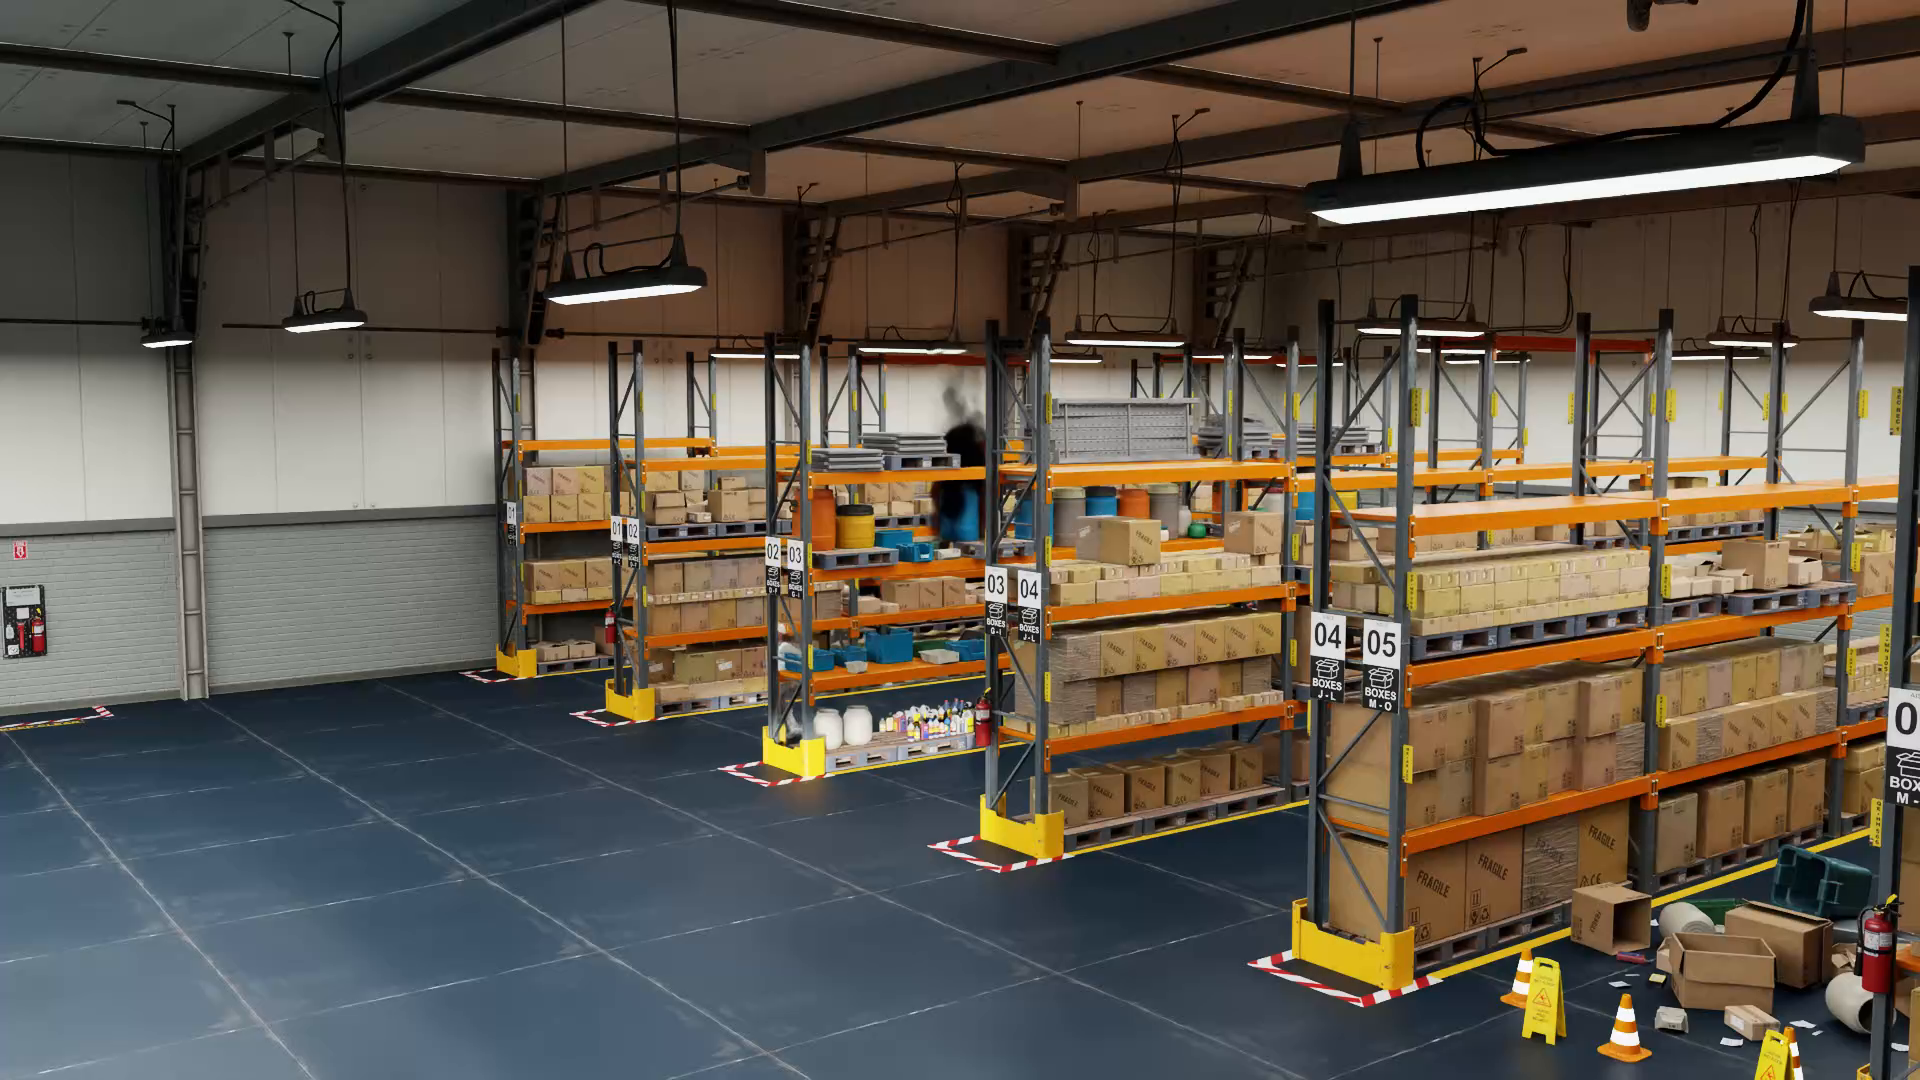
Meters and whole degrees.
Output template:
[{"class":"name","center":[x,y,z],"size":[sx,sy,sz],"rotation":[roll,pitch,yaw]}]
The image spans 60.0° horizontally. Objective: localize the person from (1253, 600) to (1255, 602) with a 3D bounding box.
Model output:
[{"class":"person","center":[5.797,1.559,31.659],"size":[0.643,1.648,0.579],"rotation":[-4,6,-39]}]

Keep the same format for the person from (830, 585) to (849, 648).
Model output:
[{"class":"person","center":[-2.346,1.476,31.872],"size":[0.890,1.796,0.640],"rotation":[-4,7,-41]}]

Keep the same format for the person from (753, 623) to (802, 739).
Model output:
[{"class":"person","center":[-2.688,2.129,24.584],"size":[0.760,1.820,0.639],"rotation":[-3,6,-35]}]
